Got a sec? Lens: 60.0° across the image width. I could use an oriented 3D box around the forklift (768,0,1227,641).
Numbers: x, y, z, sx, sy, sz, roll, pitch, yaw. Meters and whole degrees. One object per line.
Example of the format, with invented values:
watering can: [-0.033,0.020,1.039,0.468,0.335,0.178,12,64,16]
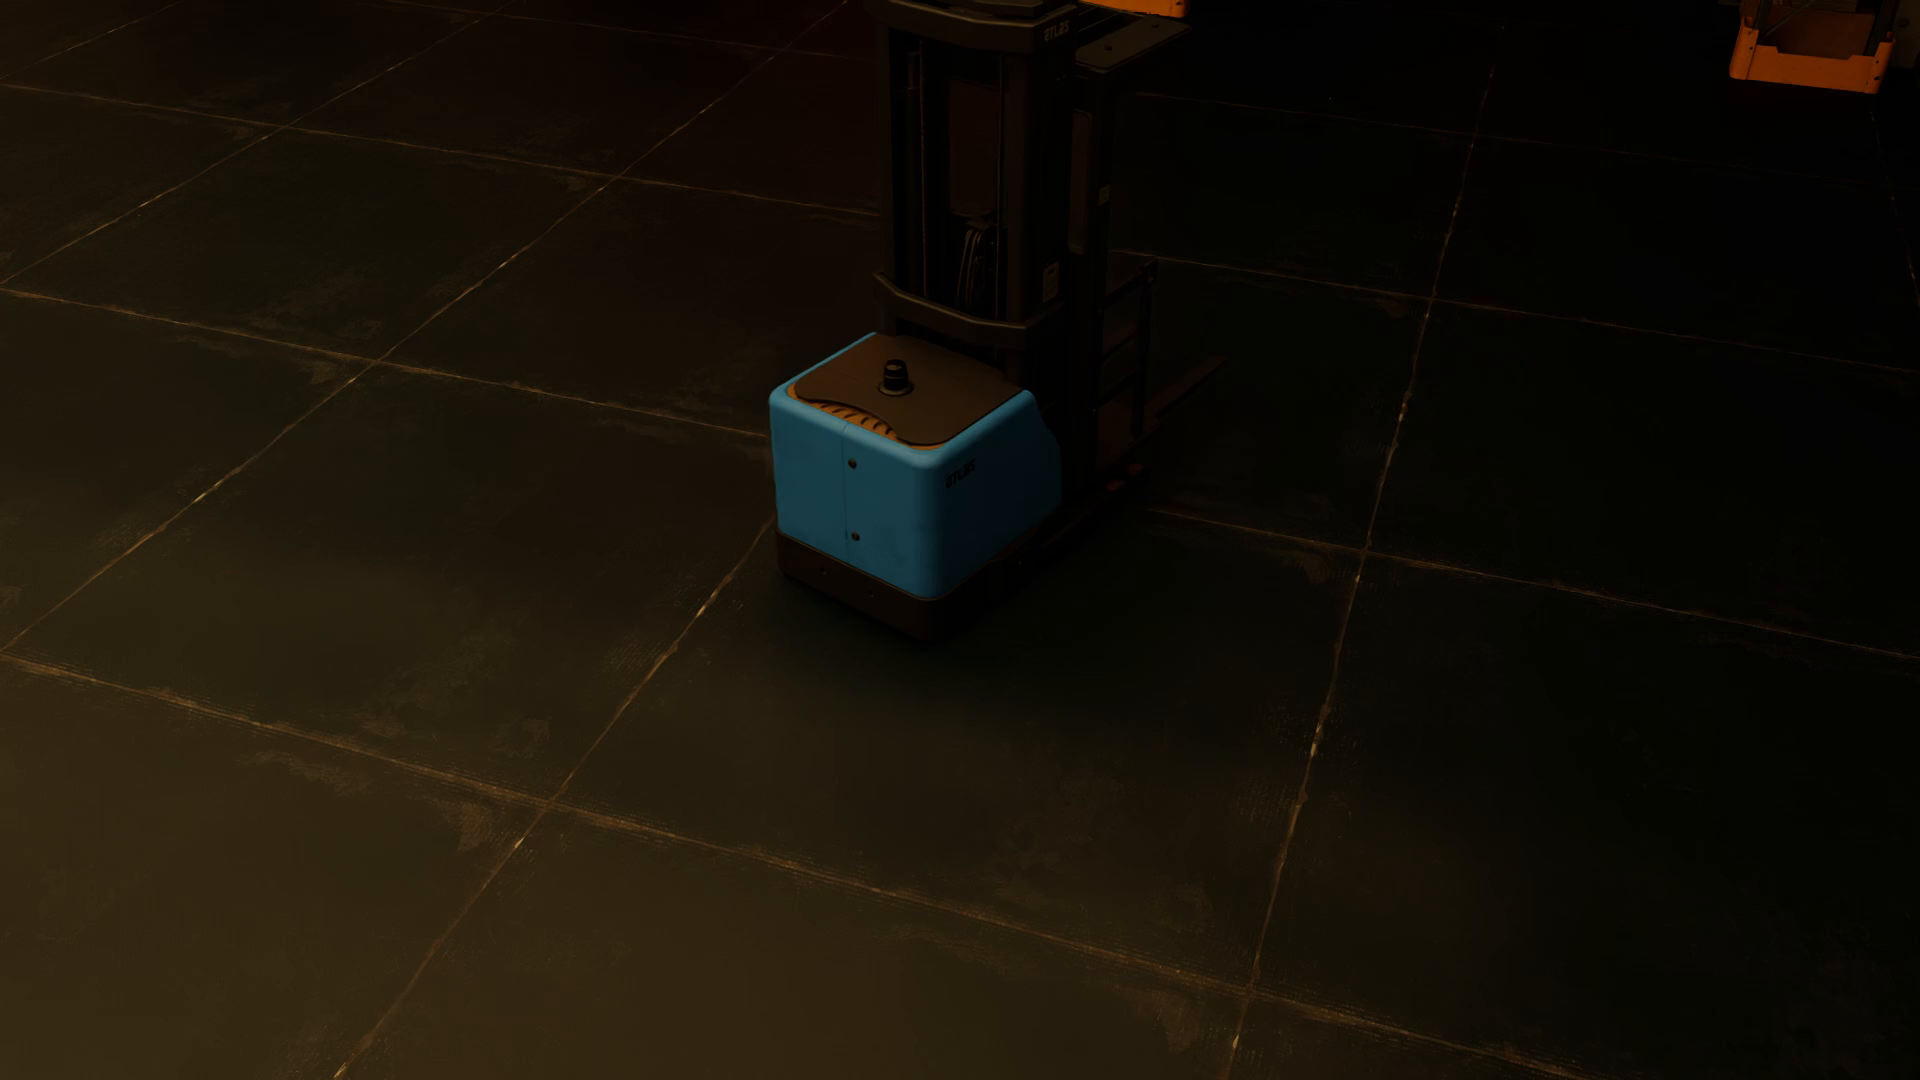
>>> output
forklift: [0.383,-1.515,8.248,1.130,2.935,3.031,24,42,30]
